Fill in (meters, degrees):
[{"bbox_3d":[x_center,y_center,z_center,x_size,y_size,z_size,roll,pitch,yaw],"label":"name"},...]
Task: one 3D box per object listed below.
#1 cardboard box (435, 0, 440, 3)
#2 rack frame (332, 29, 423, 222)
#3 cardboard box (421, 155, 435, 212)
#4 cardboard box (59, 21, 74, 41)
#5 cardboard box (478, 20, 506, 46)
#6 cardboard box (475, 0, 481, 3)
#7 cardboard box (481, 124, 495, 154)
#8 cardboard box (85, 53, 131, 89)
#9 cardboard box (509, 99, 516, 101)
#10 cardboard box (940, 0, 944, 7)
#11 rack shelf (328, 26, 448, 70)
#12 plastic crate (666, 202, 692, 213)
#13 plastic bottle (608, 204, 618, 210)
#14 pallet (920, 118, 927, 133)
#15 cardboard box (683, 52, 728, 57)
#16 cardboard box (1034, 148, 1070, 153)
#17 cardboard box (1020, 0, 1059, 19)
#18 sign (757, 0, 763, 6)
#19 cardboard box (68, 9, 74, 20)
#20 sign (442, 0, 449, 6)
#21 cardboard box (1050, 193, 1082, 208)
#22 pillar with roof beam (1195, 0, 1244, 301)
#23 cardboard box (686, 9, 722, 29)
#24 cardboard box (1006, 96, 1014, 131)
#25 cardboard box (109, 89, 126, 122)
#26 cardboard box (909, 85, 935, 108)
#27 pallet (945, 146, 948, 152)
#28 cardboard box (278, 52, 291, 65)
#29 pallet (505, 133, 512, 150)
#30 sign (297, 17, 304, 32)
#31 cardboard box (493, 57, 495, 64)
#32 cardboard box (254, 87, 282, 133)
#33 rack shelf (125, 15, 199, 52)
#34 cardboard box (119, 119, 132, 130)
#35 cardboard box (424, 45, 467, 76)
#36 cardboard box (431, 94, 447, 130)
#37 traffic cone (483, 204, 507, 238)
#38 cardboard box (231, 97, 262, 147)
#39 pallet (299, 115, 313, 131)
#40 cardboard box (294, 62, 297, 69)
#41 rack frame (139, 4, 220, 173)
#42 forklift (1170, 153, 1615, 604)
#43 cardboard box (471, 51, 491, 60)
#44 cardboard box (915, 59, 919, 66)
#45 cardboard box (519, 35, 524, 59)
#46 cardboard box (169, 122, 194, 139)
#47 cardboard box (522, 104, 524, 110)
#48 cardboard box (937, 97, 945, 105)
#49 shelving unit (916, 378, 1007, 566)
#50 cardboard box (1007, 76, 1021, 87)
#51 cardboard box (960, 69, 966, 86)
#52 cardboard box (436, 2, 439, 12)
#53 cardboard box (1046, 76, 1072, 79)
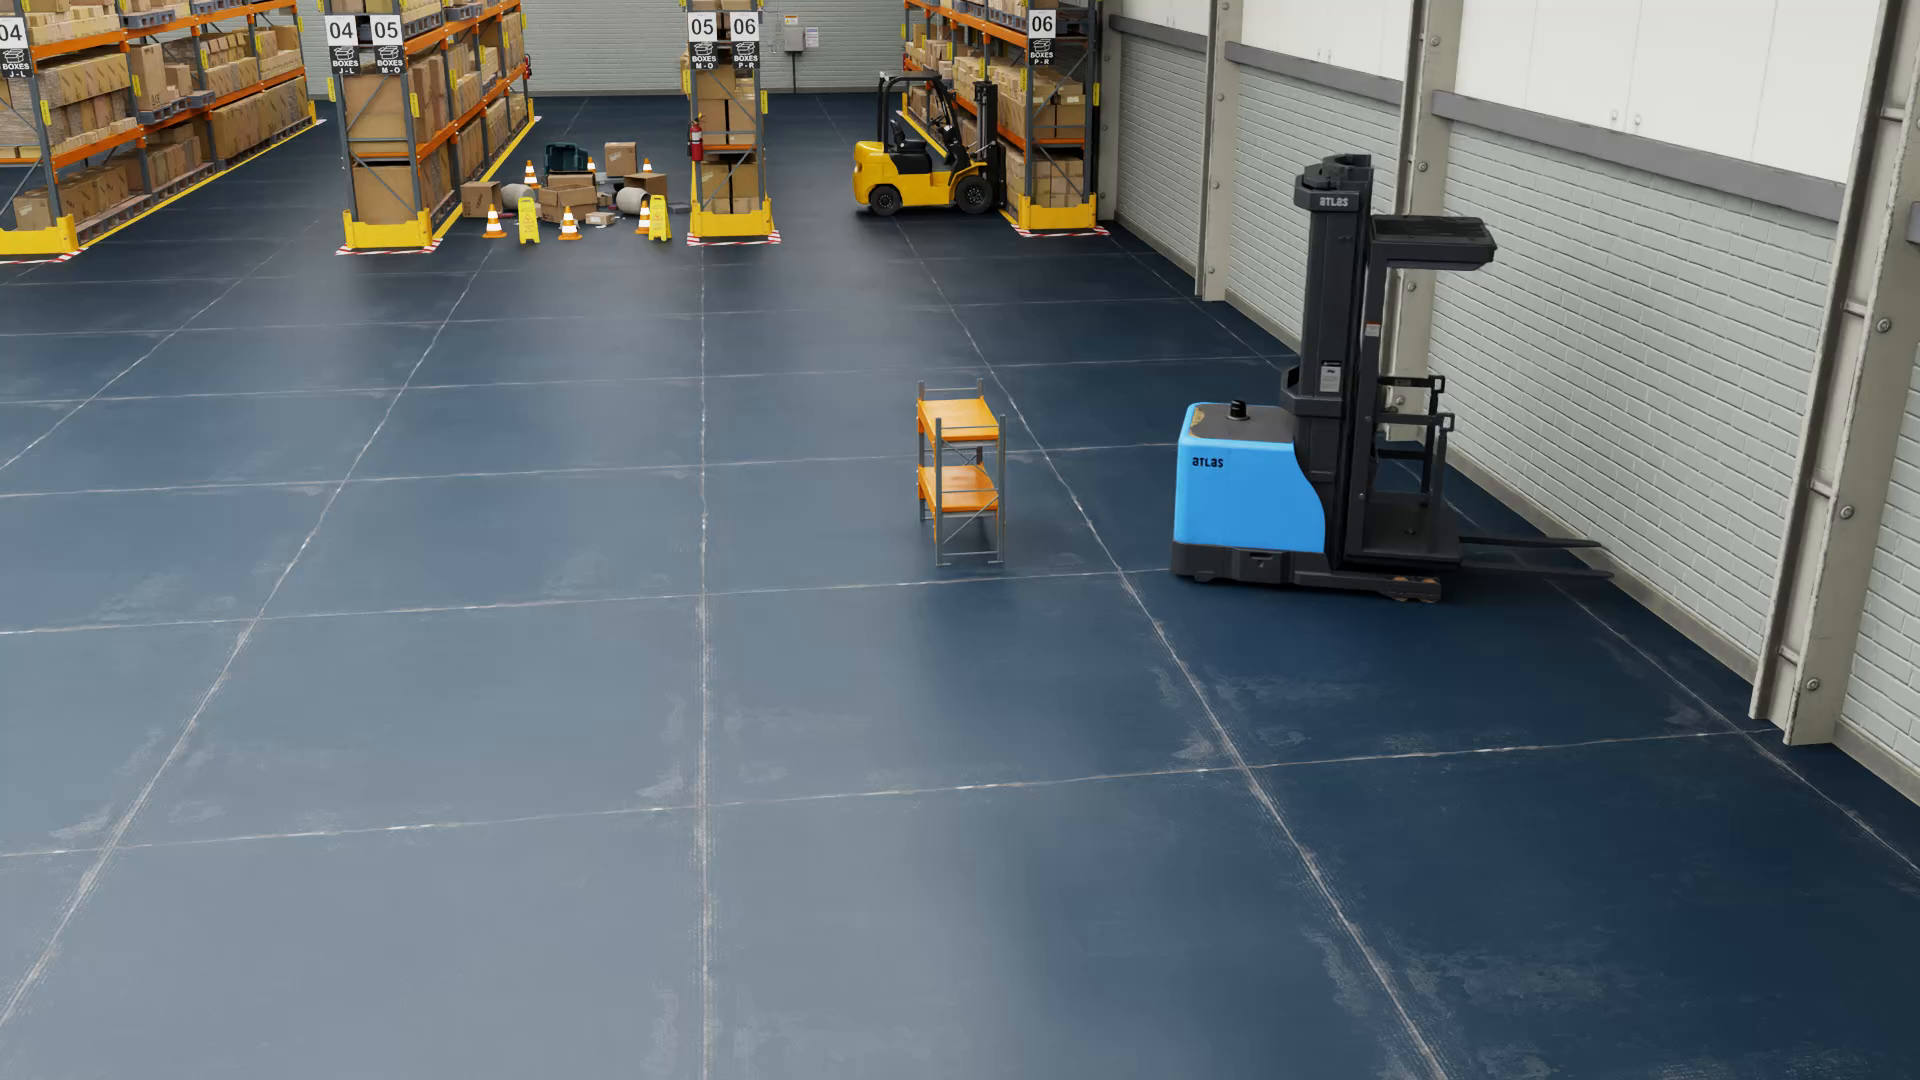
[{"bbox_3d":[-8.552,-8.655,26.361,0.500,0.250,0.500,-3,21,-8],"label":"cardboard box"},{"bbox_3d":[-8.301,-5.710,23.716,1.000,3.000,0.127,-3,21,-8],"label":"rack frame"},{"bbox_3d":[-8.593,-5.447,25.450,0.875,0.875,0.875,-3,21,-9],"label":"cardboard box"},{"bbox_3d":[-13.185,-7.359,24.060,0.500,0.250,0.500,-3,21,-8],"label":"cardboard box"},{"bbox_3d":[-9.855,-10.688,35.047,0.500,0.500,0.500,-2,21,-6],"label":"cardboard box"},{"bbox_3d":[-9.273,-10.143,31.156,0.500,0.500,0.500,-3,21,-8],"label":"cardboard box"},{"bbox_3d":[-9.304,-7.763,32.187,0.500,0.500,0.500,-4,21,-10],"label":"cardboard box"},{"bbox_3d":[-13.463,-7.392,26.224,0.500,0.500,0.500,-3,21,-8],"label":"cardboard box"},{"bbox_3d":[-10.141,-9.766,37.200,0.380,0.149,0.250,-4,21,-10],"label":"cardboard box"},{"bbox_3d":[-0.119,-10.864,33.443,0.500,0.250,0.500,-3,21,-8],"label":"cardboard box"},{"bbox_3d":[-8.589,-7.470,25.172,1.077,0.370,4.000,-3,21,-8],"label":"rack shelf"},{"bbox_3d":[-4.579,-5.427,27.131,0.402,0.080,0.583,-11,23,-26],"label":"plastic crate"},{"bbox_3d":[-5.663,-5.461,27.251,0.133,0.061,0.283,1,20,2],"label":"plastic bottle"},{"bbox_3d":[-0.334,-9.332,37.401,1.003,0.211,1.213,-3,21,-8],"label":"pallet"},{"bbox_3d":[-4.047,-7.517,26.559,0.700,0.500,0.500,-3,21,-9],"label":"cardboard box"},{"bbox_3d":[1.475,-6.146,26.784,0.500,0.250,0.500,-3,21,-8],"label":"cardboard box"},{"bbox_3d":[1.189,-8.083,24.896,0.500,0.500,0.500,-2,21,-6],"label":"cardboard box"},{"bbox_3d":[-2.880,-7.836,23.874,0.100,0.325,0.005,-3,21,-8],"label":"sign"},{"bbox_3d":[-13.321,-7.749,24.535,0.380,0.149,0.250,-4,21,-10],"label":"cardboard box"},{"bbox_3d":[-8.328,-8.808,26.872,0.100,0.325,0.005,-3,21,-8],"label":"sign"},{"bbox_3d":[1.617,-5.335,26.042,0.500,0.250,0.500,-3,21,-8],"label":"cardboard box"},{"bbox_3d":[-1.109,-7.048,18.726,9.100,9.000,0.400,-3,21,-8],"label":"pillar with roof beam"},{"bbox_3d":[-3.757,-7.632,24.366,0.500,0.250,0.500,-3,21,-8],"label":"cardboard box"},{"bbox_3d":[1.024,-6.808,26.513,0.500,0.500,0.500,-3,21,-9],"label":"cardboard box"},{"bbox_3d":[-13.796,-6.907,26.353,0.875,0.500,0.500,-3,21,-8],"label":"cardboard box"},{"bbox_3d":[-0.818,-10.596,39.768,0.797,0.503,0.637,-4,21,-10],"label":"cardboard box"},{"bbox_3d":[0.271,-7.970,33.754,1.003,0.211,1.213,-3,21,-8],"label":"pallet"},{"bbox_3d":[-15.051,-10.597,36.591,0.500,0.250,0.500,-4,21,-10],"label":"cardboard box"},{"bbox_3d":[-9.917,-8.289,34.607,1.003,0.211,1.213,-3,21,-8],"label":"pallet"},{"bbox_3d":[-14.991,-11.710,37.789,0.100,0.325,0.005,-3,21,-8],"label":"sign"},{"bbox_3d":[-9.706,-9.778,33.942,0.380,0.149,0.250,-2,21,-5],"label":"cardboard box"},{"bbox_3d":[-14.969,-9.083,35.185,0.875,0.875,0.875,-3,21,-8],"label":"cardboard box"},{"bbox_3d":[-14.088,-8.640,28.303,1.077,0.370,4.000,-3,21,-8],"label":"rack shelf"},{"bbox_3d":[-13.452,-6.615,26.500,0.380,0.149,0.250,-3,21,-8],"label":"cardboard box"},{"bbox_3d":[-9.325,-8.664,30.054,0.700,0.500,0.500,-3,21,-9],"label":"cardboard box"},{"bbox_3d":[-8.711,-6.849,26.551,0.875,0.550,0.550,-3,21,-8],"label":"cardboard box"},{"bbox_3d":[-6.972,-4.777,24.844,0.336,0.463,0.334,-3,21,-8],"label":"traffic cone"},{"bbox_3d":[-14.712,-8.321,33.144,1.225,0.875,0.875,-4,21,-10],"label":"cardboard box"},{"bbox_3d":[-15.337,-9.455,37.730,1.003,0.211,1.213,-3,21,-8],"label":"pallet"},{"bbox_3d":[-15.078,-10.633,37.256,0.380,0.149,0.250,-3,21,-8],"label":"cardboard box"},{"bbox_3d":[-14.377,-8.264,30.556,1.000,3.000,0.127,-3,21,-8],"label":"rack frame"},{"bbox_3d":[3.081,-1.135,11.567,3.031,2.935,1.130,4,21,11],"label":"forklift"},{"bbox_3d":[-9.635,-9.734,33.401,0.380,0.149,0.250,-4,21,-10],"label":"cardboard box"},{"bbox_3d":[-0.842,-11.002,38.244,0.380,0.149,0.250,-2,21,-7],"label":"cardboard box"},{"bbox_3d":[-10.288,-11.293,38.097,0.500,0.500,0.500,-2,21,-7],"label":"cardboard box"},{"bbox_3d":[-14.250,-7.420,30.169,0.500,0.250,0.500,-2,21,-6],"label":"cardboard box"},{"bbox_3d":[-10.172,-9.902,37.990,0.380,0.149,0.250,-4,21,-10],"label":"cardboard box"},{"bbox_3d":[-0.282,-9.413,35.676,0.380,0.149,0.250,-4,21,-11],"label":"cardboard box"},{"bbox_3d":[-0.001,-0.529,12.526,0.538,1.125,1.048,-3,21,-8],"label":"shelving unit"},{"bbox_3d":[0.951,-7.286,26.442,0.380,0.149,0.250,-3,21,-7],"label":"cardboard box"},{"bbox_3d":[0.292,-8.658,31.111,0.500,0.250,0.500,-3,21,-9],"label":"cardboard box"},{"bbox_3d":[-8.472,-8.429,26.325,0.380,0.149,0.250,-3,21,-7],"label":"cardboard box"},{"bbox_3d":[1.577,-7.318,26.528,0.380,0.149,0.250,-3,21,-9],"label":"cardboard box"}]
